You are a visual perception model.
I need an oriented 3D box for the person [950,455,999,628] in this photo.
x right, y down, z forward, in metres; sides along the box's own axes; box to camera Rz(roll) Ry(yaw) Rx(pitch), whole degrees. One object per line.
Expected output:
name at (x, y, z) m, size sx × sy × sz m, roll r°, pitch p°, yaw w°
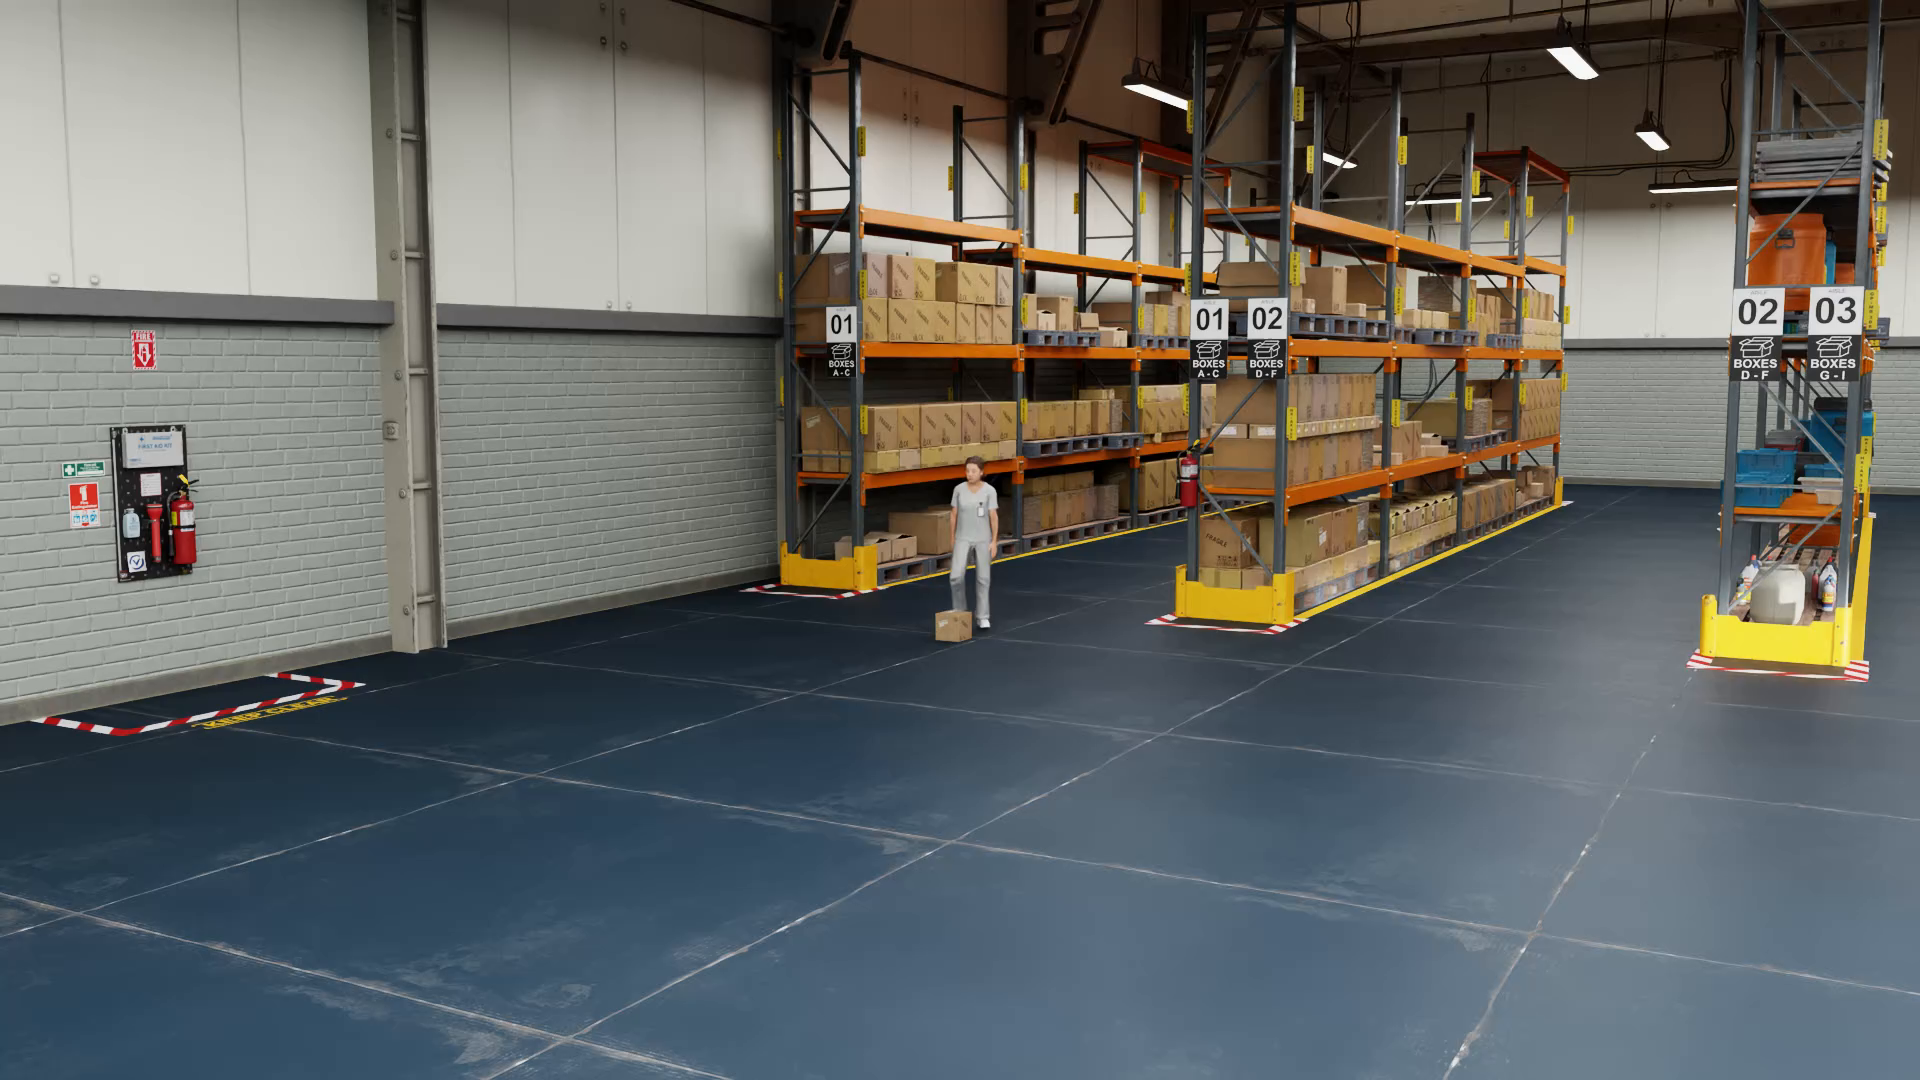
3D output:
person at (0.135, 0.029, 15.965) m, size 0.472 × 1.682 × 0.405 m, roll 0°, pitch 6°, yaw -1°
